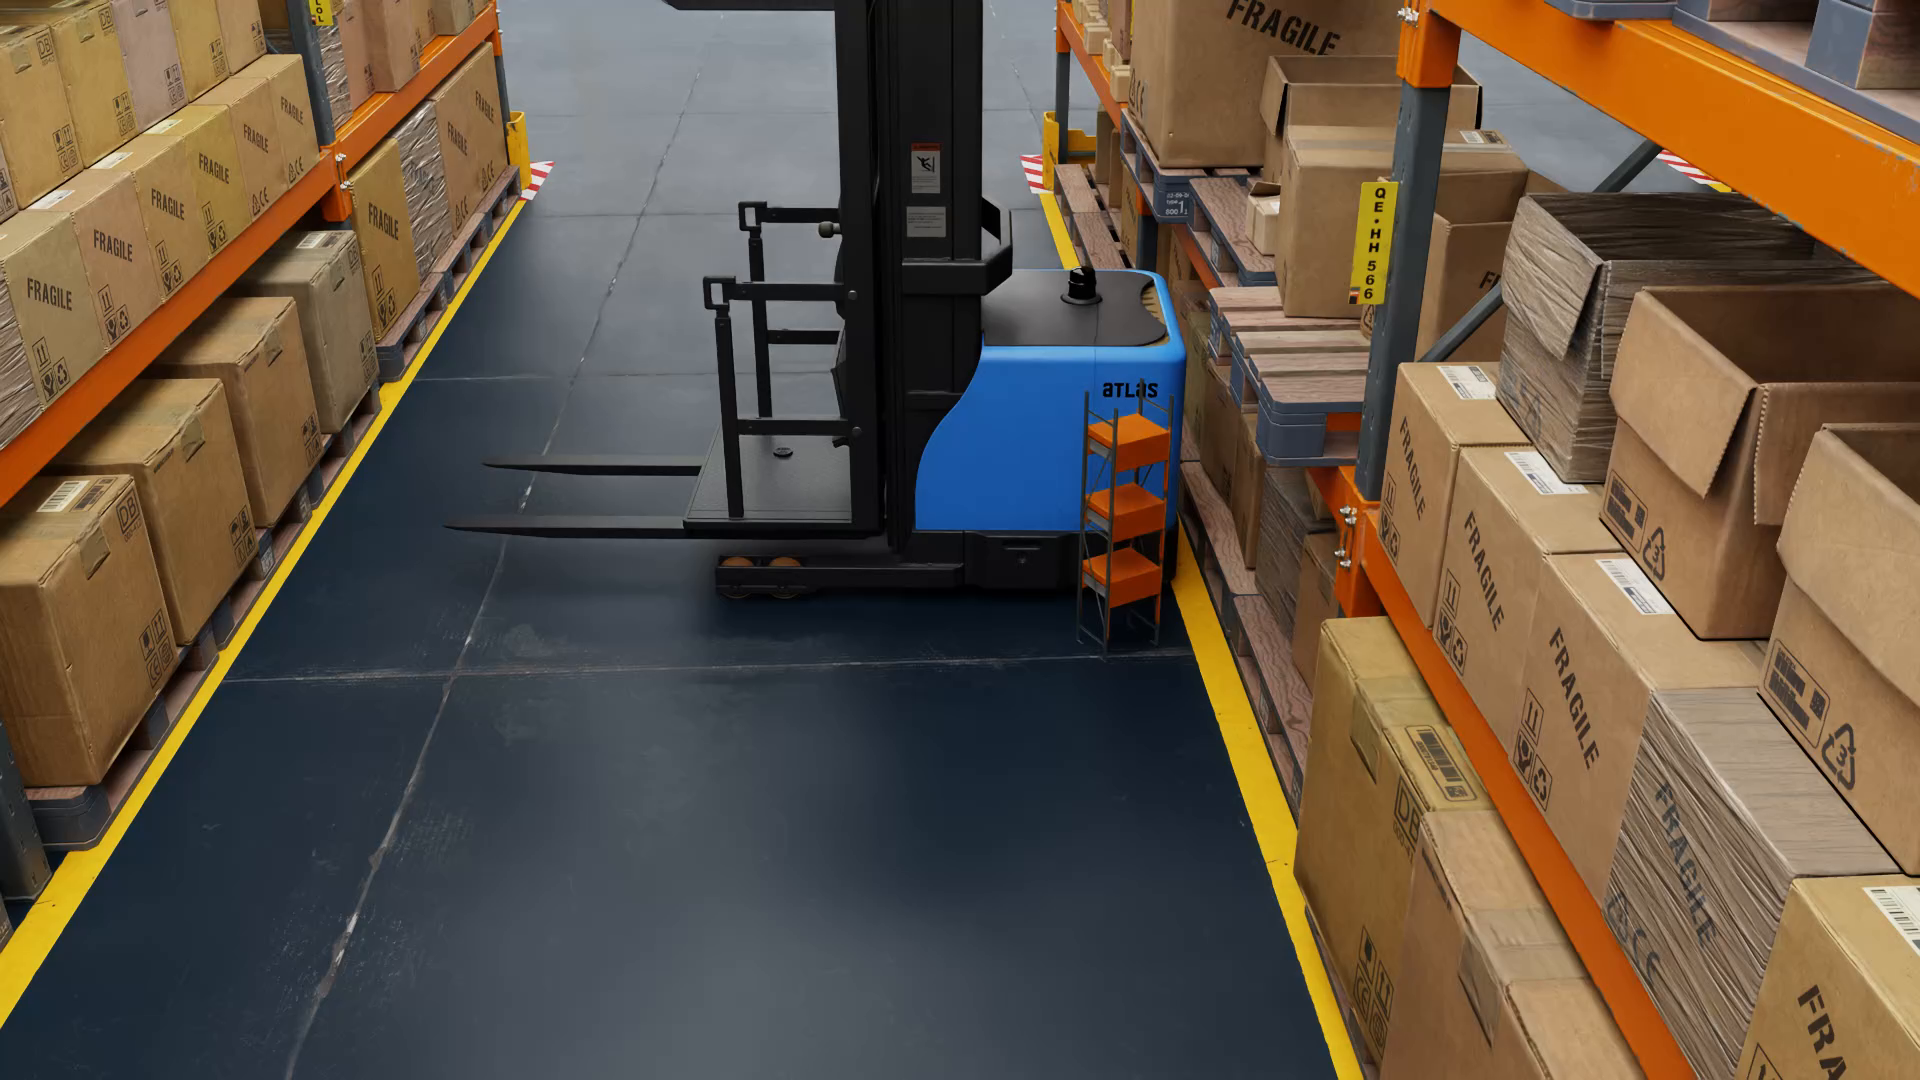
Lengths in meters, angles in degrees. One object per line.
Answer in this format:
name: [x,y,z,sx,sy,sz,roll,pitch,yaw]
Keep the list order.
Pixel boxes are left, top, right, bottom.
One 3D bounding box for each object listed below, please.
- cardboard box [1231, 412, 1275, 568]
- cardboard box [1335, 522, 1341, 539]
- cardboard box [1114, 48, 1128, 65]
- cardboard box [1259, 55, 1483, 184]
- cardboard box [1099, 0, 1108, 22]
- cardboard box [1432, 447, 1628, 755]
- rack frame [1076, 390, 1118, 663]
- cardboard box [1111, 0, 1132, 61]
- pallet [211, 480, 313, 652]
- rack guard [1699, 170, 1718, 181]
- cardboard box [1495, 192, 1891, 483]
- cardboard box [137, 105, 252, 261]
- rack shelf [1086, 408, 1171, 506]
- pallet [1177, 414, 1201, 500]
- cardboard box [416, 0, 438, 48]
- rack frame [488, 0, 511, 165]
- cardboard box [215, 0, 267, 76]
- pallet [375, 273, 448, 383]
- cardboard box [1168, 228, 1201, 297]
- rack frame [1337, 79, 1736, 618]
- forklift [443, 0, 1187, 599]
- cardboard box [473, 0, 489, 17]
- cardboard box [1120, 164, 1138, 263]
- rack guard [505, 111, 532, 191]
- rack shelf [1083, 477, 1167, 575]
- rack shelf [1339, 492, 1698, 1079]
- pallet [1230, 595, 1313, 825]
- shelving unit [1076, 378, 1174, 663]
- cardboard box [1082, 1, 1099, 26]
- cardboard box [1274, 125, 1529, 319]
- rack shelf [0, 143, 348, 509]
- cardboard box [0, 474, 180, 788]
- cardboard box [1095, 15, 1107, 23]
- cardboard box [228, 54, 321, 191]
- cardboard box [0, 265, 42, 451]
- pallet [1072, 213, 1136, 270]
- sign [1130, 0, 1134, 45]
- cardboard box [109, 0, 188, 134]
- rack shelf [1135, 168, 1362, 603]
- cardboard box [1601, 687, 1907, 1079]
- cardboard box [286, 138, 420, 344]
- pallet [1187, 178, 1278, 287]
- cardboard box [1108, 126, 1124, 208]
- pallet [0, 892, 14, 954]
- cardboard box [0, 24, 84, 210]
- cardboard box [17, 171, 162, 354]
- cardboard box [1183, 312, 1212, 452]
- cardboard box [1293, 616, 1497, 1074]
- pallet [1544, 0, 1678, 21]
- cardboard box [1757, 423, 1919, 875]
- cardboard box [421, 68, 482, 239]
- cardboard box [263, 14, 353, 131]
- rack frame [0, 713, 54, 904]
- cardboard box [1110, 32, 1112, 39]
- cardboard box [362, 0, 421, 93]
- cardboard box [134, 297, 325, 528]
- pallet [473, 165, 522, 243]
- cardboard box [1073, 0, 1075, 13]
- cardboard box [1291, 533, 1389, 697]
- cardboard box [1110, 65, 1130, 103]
cardboard box: [1.482,-0.219,6.653,0.700,0.500,0.500,1,28,2]
cardboard box: [1.550,-0.033,5.487,0.500,0.250,0.500,0,28,-1]
cardboard box: [1.086,-2.712,9.477,0.380,0.149,0.250,-1,28,-3]
cardboard box: [1.589,-1.586,6.482,0.797,0.503,0.637,1,28,3]
cardboard box: [1.327,-3.461,10.213,0.875,0.500,0.500,-1,28,-3]
cardboard box: [1.398,0.119,3.669,0.500,0.500,0.500,-2,28,-4]
rack frame: [0.505,-0.035,6.183,0.008,1.050,0.200,-15,31,-27]
cardboard box: [1.327,-2.998,9.325,0.875,0.500,0.500,-1,28,-3]
pallet: [-3.370,0.076,6.876,1.003,0.211,1.213,-1,28,-3]
rack guard: [6.194,-2.977,12.418,1.175,0.500,0.348,-1,28,-3]
cardboard box: [1.637,-0.456,3.688,0.797,0.503,0.637,0,28,-1]
cardboard box: [-3.205,-1.423,6.626,0.500,0.500,0.500,-1,28,-2]
rack shelf: [0.611,-0.306,6.111,0.240,0.259,0.215,-15,31,-27]
pallet: [1.448,-0.557,8.089,1.003,0.211,1.213,-1,28,-3]
cardboard box: [-3.742,-3.308,10.186,0.875,0.550,0.550,-1,28,-3]
rack frame: [-3.761,-3.927,11.535,1.000,3.000,0.127,-1,28,-3]
cardboard box: [-3.521,-2.338,7.300,0.700,0.500,0.500,-2,28,-4]
pallet: [-3.514,-1.196,9.315,1.003,0.211,1.213,-1,28,-3]
cardboard box: [1.425,-1.416,8.970,0.500,0.500,0.500,-2,28,-4]
rack frame: [1.615,-0.305,4.592,1.000,3.000,0.127,-1,28,-3]
forklift: [-0.623,-1.304,6.581,3.031,2.935,1.130,0,28,1]
cardboard box: [-3.697,-3.823,11.174,0.875,0.550,0.550,-1,28,-3]
cardboard box: [1.277,-1.965,10.023,0.500,0.500,0.500,-4,28,-7]
rack guard: [-3.762,-2.829,12.134,1.175,0.500,0.348,-1,28,-3]
rack shelf: [0.611,-0.054,6.242,0.240,0.259,0.215,-15,31,-27]
rack shelf: [1.719,0.937,2.987,1.077,0.370,4.000,-1,28,-3]
pallet: [1.576,0.570,5.929,1.003,0.211,1.213,-1,28,-3]
shelving unit: [0.611,-0.064,6.237,0.252,1.050,0.215,-15,31,-27]
cardboard box: [1.000,-3.404,10.805,0.380,0.149,0.250,-1,28,-3]
cardboard box: [1.418,-1.040,5.437,0.700,0.500,0.500,3,28,5]
rack shelf: [-3.448,-0.837,6.389,1.077,0.370,4.000,-1,28,-3]
cardboard box: [-3.285,0.296,5.418,1.050,0.750,0.750,-2,28,-3]
cardboard box: [1.046,-3.174,10.363,0.380,0.149,0.250,-1,28,-3]
cardboard box: [-3.258,-1.889,7.521,0.500,0.500,0.500,-2,28,-3]
cardboard box: [-3.097,-0.490,4.838,0.500,0.500,0.500,-1,28,-2]
pallet: [1.269,-1.790,10.454,1.003,0.211,1.213,-1,28,-3]
sign: [0.865,-2.520,7.901,0.100,0.325,0.005,-1,28,-3]
cardboard box: [-3.466,-1.867,6.397,0.700,0.500,0.500,-1,28,-2]
rack shelf: [1.511,-0.910,6.529,1.077,0.370,4.000,-1,28,-3]
cardboard box: [1.452,0.587,2.773,0.500,0.500,0.500,-1,28,-2]
cardboard box: [-3.515,-1.616,8.948,0.875,0.875,0.875,-1,28,-2]
pallet: [1.471,-1.133,6.387,1.003,0.211,1.213,-1,28,-3]
cardboard box: [1.279,-2.514,11.075,0.500,0.500,0.500,6,28,11]
pallet: [-3.304,1.365,4.404,1.003,0.211,1.213,-1,28,-3]
cardboard box: [-3.414,-1.398,5.497,0.700,0.500,0.500,-2,28,-3]
cardboard box: [-3.153,-0.958,5.735,0.500,0.500,0.500,-1,28,-3]
cardboard box: [1.423,-0.735,7.642,0.700,0.500,0.500,-2,28,-3]
cardboard box: [1.630,0.770,4.374,1.225,0.875,0.875,-3,28,-5]
pallet: [1.702,-1.256,3.374,1.213,0.211,1.003,0,28,0]
cardboard box: [1.710,0.154,2.518,0.797,0.503,0.637,-1,28,-1]
cardboard box: [-3.612,-2.453,10.553,0.875,0.875,0.875,-2,28,-3]
cardboard box: [-3.584,-2.316,8.285,0.875,0.550,0.550,-1,28,-3]
rack frame: [-3.343,-0.232,4.452,1.000,3.000,0.127,-1,28,-3]
cardboard box: [1.101,-2.944,9.922,0.380,0.149,0.250,-1,28,-3]
cardboard box: [-3.546,-2.822,9.254,0.875,0.550,0.550,-1,28,-3]
cardboard box: [-3.384,-0.538,7.017,1.050,0.750,0.750,-1,28,-3]
pallet: [-3.641,-2.323,11.476,1.003,0.211,1.213,-1,28,-3]
cardboard box: [0.968,-3.635,11.248,0.380,0.149,0.250,-1,28,-3]
cardboard box: [1.560,0.299,5.660,0.700,0.500,0.500,-3,28,-5]
cardboard box: [1.020,-2.479,9.031,0.380,0.149,0.250,-1,28,-3]
